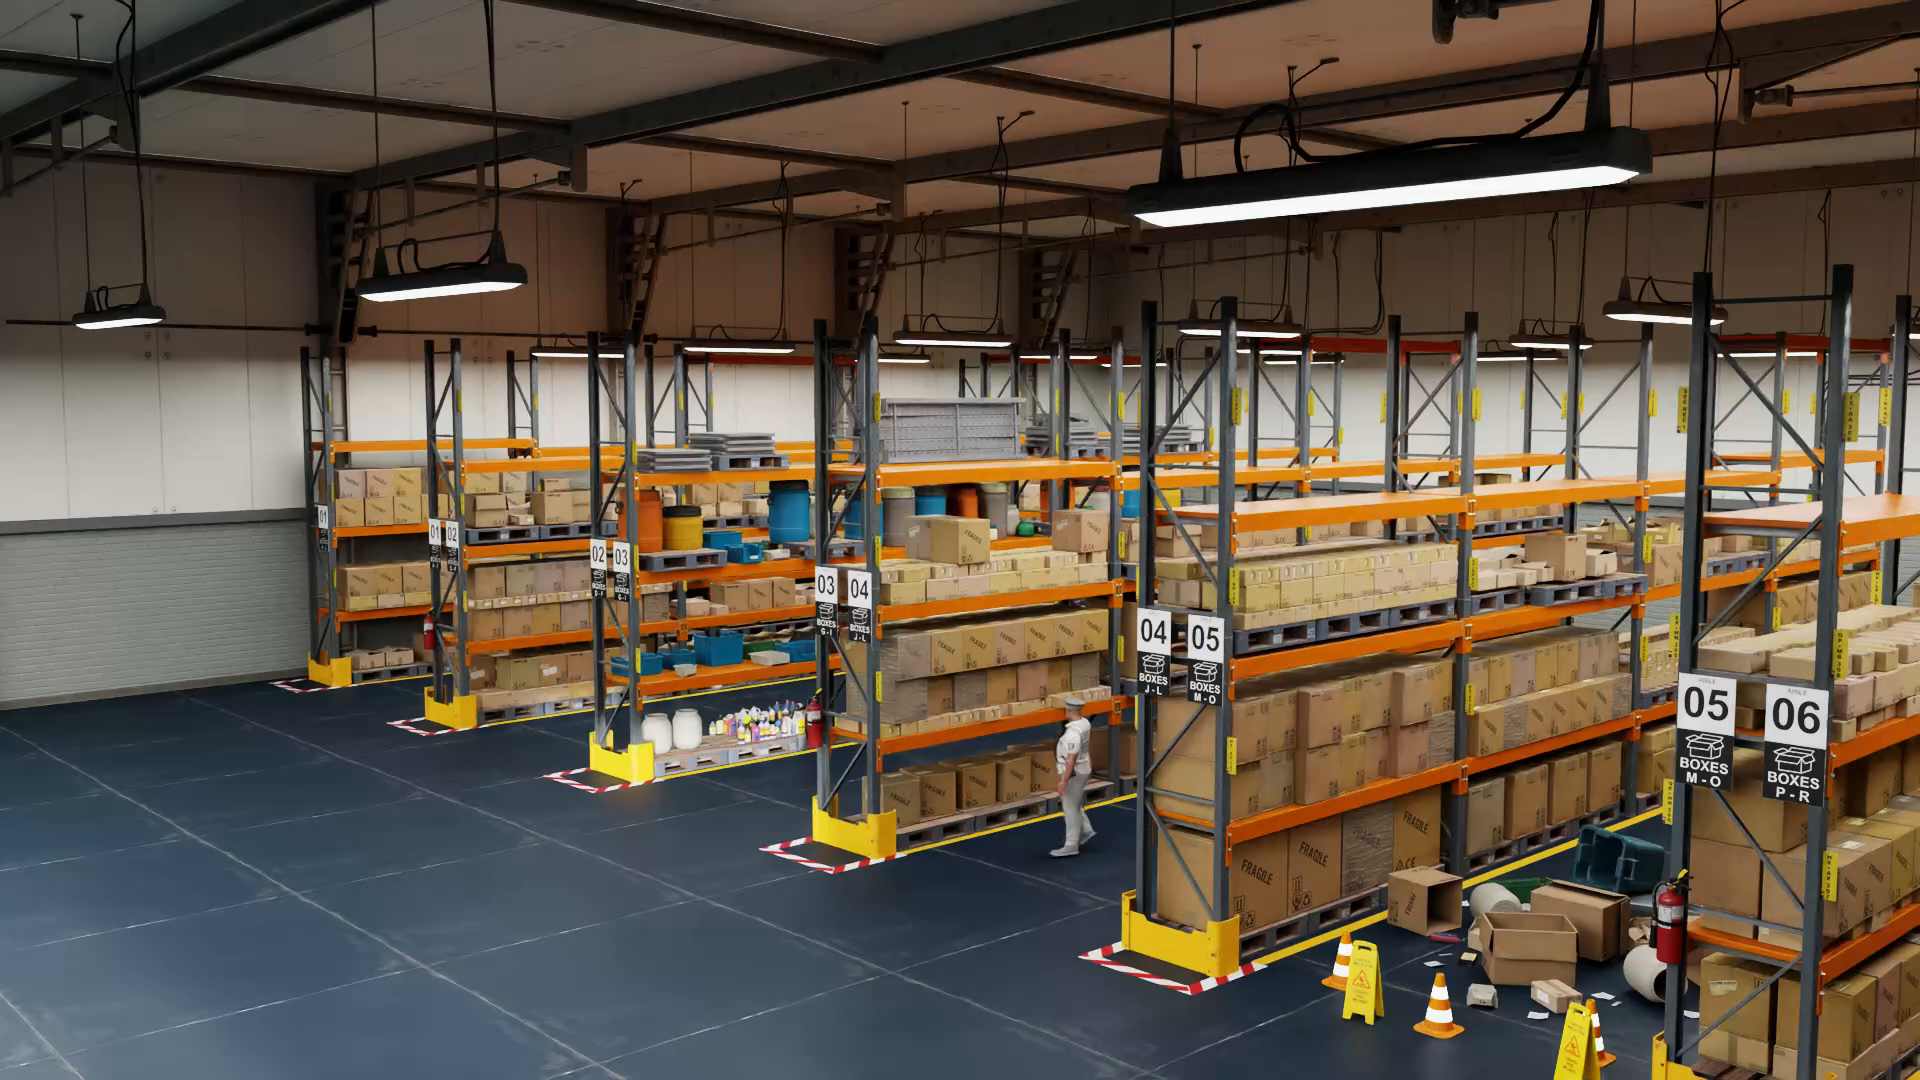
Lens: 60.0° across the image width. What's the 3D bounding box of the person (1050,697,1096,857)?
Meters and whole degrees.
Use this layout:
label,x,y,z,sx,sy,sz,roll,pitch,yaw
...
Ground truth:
label,x,y,z,sx,sy,sz,roll,pitch,yaw
person,1.283,2.647,18.713,0.486,1.768,0.628,1,5,9
